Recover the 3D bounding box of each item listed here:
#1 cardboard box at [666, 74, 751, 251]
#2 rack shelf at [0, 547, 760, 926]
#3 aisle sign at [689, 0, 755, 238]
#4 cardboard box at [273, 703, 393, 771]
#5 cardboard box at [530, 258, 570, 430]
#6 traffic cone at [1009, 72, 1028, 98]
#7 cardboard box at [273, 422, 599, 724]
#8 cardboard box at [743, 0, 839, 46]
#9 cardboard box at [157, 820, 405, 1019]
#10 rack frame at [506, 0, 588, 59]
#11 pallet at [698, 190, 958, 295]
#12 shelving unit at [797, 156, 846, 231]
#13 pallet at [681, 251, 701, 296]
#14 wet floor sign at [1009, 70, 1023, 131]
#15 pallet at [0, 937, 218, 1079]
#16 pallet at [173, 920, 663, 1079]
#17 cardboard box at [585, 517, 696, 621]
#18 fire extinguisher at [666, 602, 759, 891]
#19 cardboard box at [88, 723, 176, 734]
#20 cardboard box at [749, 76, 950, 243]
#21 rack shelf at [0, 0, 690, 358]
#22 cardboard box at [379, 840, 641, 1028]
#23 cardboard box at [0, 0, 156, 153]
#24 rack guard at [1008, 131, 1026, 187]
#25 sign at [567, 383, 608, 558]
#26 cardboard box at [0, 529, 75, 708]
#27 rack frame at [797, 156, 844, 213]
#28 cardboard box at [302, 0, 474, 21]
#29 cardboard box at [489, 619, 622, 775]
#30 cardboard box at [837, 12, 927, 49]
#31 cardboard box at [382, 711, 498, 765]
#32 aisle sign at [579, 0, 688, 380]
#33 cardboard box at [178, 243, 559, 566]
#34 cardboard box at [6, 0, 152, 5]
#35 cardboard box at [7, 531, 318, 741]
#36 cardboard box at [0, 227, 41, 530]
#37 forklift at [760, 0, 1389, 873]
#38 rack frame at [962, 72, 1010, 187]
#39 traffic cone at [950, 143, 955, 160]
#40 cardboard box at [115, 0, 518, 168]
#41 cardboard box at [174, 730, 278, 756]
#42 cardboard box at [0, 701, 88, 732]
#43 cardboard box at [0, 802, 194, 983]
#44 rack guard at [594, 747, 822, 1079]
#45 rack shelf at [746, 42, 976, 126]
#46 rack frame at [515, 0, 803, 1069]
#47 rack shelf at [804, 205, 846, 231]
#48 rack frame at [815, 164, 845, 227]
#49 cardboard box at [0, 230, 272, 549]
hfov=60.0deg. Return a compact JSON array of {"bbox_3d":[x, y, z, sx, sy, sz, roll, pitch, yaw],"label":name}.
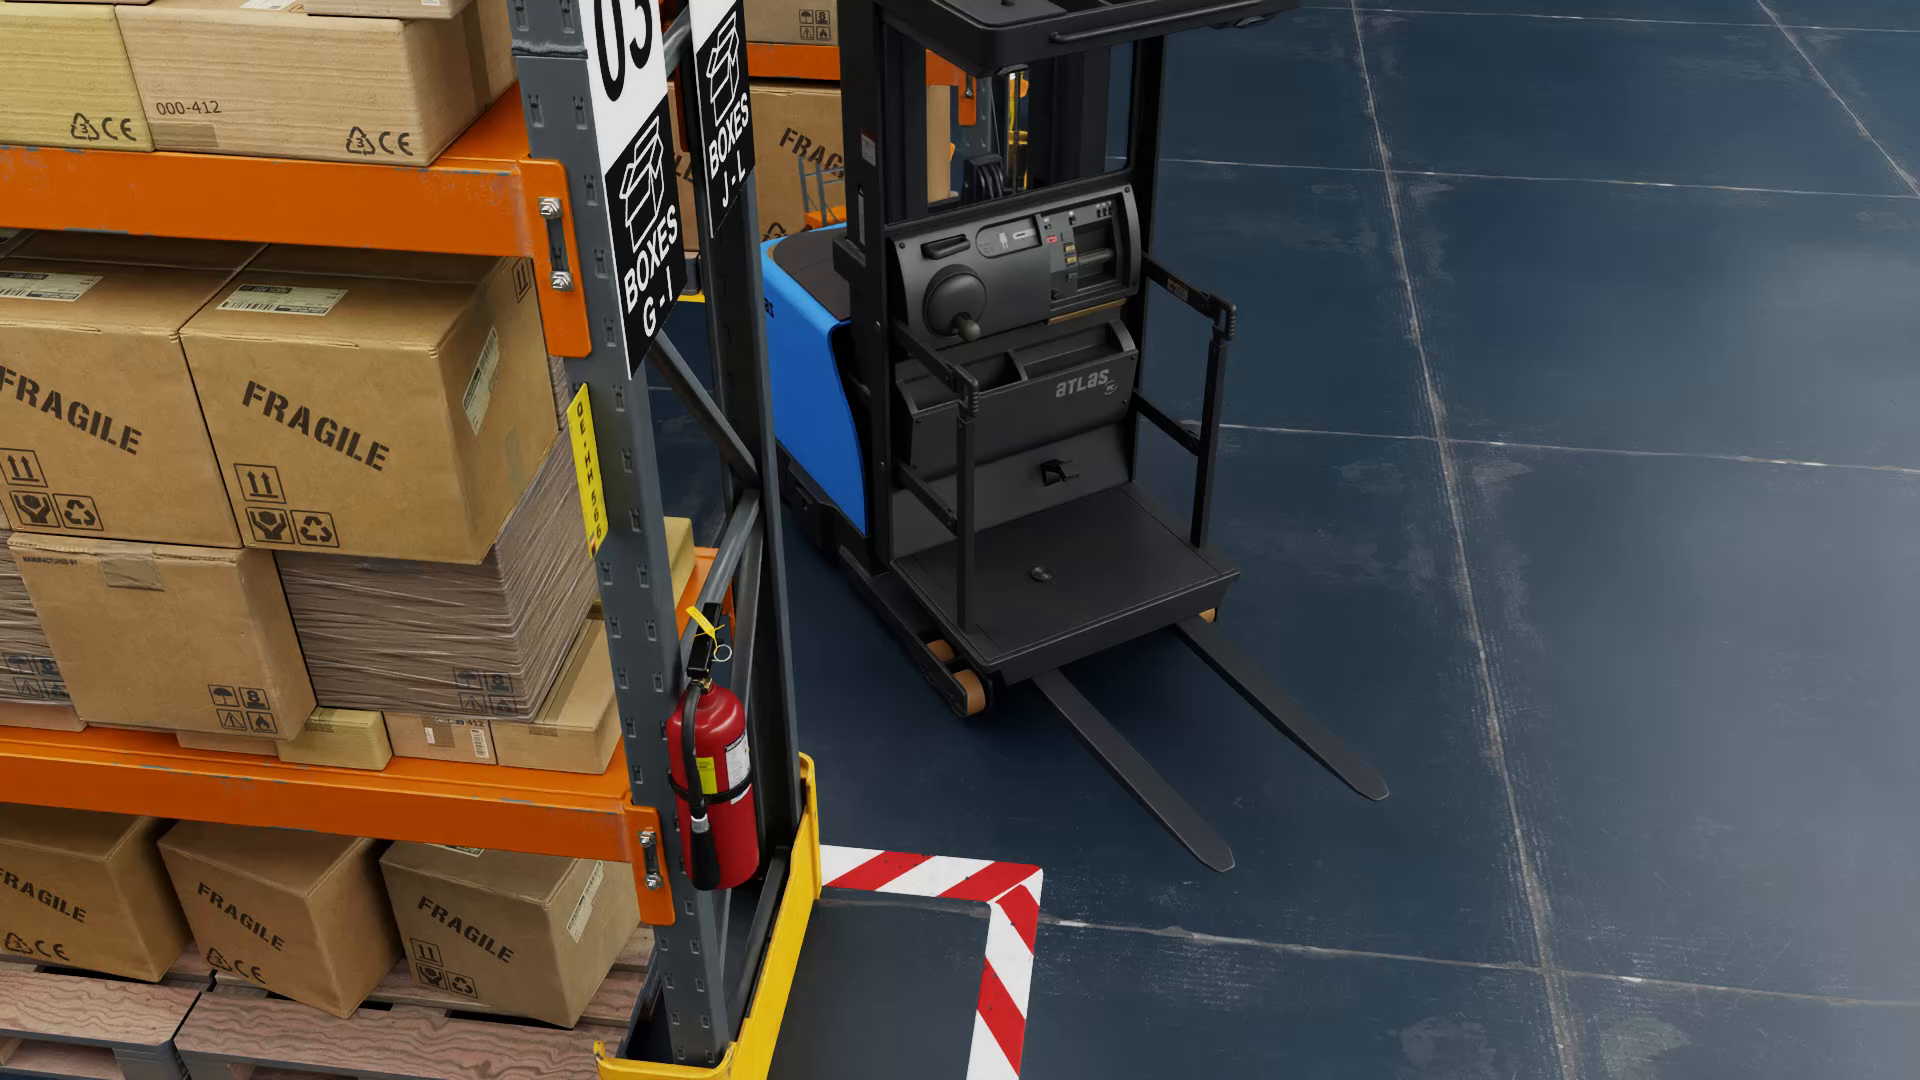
[{"bbox_3d":[-1.418,-2.076,8.544,0.875,0.875,0.875,4,36,5],"label":"cardboard box"},{"bbox_3d":[-2.580,0.302,4.364,4.000,0.370,1.077,4,36,6],"label":"rack shelf"},{"bbox_3d":[-0.496,-1.070,3.429,0.004,0.787,0.394,4,36,6],"label":"aisle sign"},{"bbox_3d":[-1.407,0.349,3.895,0.250,0.149,0.380,4,36,6],"label":"cardboard box"},{"bbox_3d":[-1.107,-0.610,3.819,0.500,0.500,0.500,4,36,6],"label":"cardboard box"},{"bbox_3d":[0.271,-3.144,10.757,0.334,0.463,0.336,4,36,6],"label":"traffic cone"},{"bbox_3d":[-1.138,-0.061,3.912,0.500,0.500,0.875,4,36,6],"label":"cardboard box"},{"bbox_3d":[-0.786,-2.784,7.940,0.550,0.550,0.875,4,36,6],"label":"cardboard box"},{"bbox_3d":[-1.811,0.923,4.665,0.500,0.500,0.500,14,38,18],"label":"cardboard box"},{"bbox_3d":[-0.596,-2.285,2.205,0.127,3.000,1.000,4,36,6],"label":"rack frame"},{"bbox_3d":[-0.667,-1.573,8.772,1.213,0.211,1.003,4,36,6],"label":"pallet"},{"bbox_3d":[-0.478,-1.067,7.199,0.258,1.200,0.189,-18,29,-23],"label":"shelving unit"},{"bbox_3d":[-1.874,-1.664,8.900,1.213,0.211,1.003,4,36,6],"label":"pallet"},{"bbox_3d":[0.417,-2.874,10.221,0.232,0.644,0.267,-2,36,-2],"label":"wet floor sign"},{"bbox_3d":[-2.679,1.114,5.007,1.213,0.211,1.003,4,36,6],"label":"pallet"},{"bbox_3d":[-1.473,1.206,4.879,1.213,0.211,1.003,4,36,6],"label":"pallet"},{"bbox_3d":[-0.848,0.101,4.243,0.250,0.149,0.380,4,36,6],"label":"cardboard box"},{"bbox_3d":[-0.541,0.462,3.587,0.183,0.674,0.296,4,36,6],"label":"fire extinguisher"},{"bbox_3d":[-1.896,0.280,3.992,0.250,0.149,0.380,4,36,6],"label":"cardboard box"},{"bbox_3d":[-0.545,-2.012,8.454,0.875,0.875,0.875,4,36,6],"label":"cardboard box"},{"bbox_3d":[-2.580,-0.919,3.493,4.000,0.370,1.077,4,36,6],"label":"rack shelf"},{"bbox_3d":[-1.213,0.948,4.630,0.500,0.500,0.500,11,37,15],"label":"cardboard box"},{"bbox_3d":[-1.602,-0.928,3.015,0.500,0.250,0.500,4,36,6],"label":"cardboard box"},{"bbox_3d":[0.160,-1.674,8.666,0.348,0.500,1.175,4,36,6],"label":"rack guard"},{"bbox_3d":[-0.687,-0.125,3.074,0.005,0.325,0.100,4,36,6],"label":"sign"},{"bbox_3d":[-2.140,-0.091,3.953,0.500,0.500,0.875,4,36,6],"label":"cardboard box"},{"bbox_3d":[-0.522,-1.100,7.272,0.240,1.200,0.006,-18,29,-23],"label":"rack frame"},{"bbox_3d":[-0.911,-1.006,2.781,0.250,0.149,0.380,4,36,6],"label":"cardboard box"},{"bbox_3d":[-0.905,0.357,3.884,0.250,0.149,0.380,4,36,6],"label":"cardboard box"},{"bbox_3d":[-0.238,-2.756,7.900,0.550,0.550,0.875,4,36,6],"label":"cardboard box"},{"bbox_3d":[-1.153,0.338,3.910,0.250,0.149,0.380,4,36,6],"label":"cardboard box"},{"bbox_3d":[-0.573,-0.724,2.944,0.004,0.787,0.394,4,36,6],"label":"aisle sign"},{"bbox_3d":[-1.173,-0.310,3.400,0.500,0.500,0.500,4,36,6],"label":"cardboard box"},{"bbox_3d":[-1.440,-1.050,2.843,0.250,0.149,0.380,3,36,4],"label":"cardboard box"},{"bbox_3d":[-1.649,-0.029,3.867,0.500,0.500,0.875,4,36,6],"label":"cardboard box"},{"bbox_3d":[-2.165,-0.382,3.501,0.500,0.500,0.500,4,36,6],"label":"cardboard box"},{"bbox_3d":[0.314,-0.875,5.453,1.130,2.935,3.031,-18,39,-24],"label":"forklift"},{"bbox_3d":[0.136,-2.694,7.942,0.127,3.000,1.000,4,36,6],"label":"rack frame"},{"bbox_3d":[-0.210,-2.518,9.880,0.334,0.463,0.336,4,36,6],"label":"traffic cone"},{"bbox_3d":[-1.107,-0.892,2.965,0.500,0.250,0.500,5,36,7],"label":"cardboard box"},{"bbox_3d":[-1.653,0.322,3.933,0.250,0.149,0.380,4,36,6],"label":"cardboard box"},{"bbox_3d":[-2.147,0.274,4.000,0.250,0.149,0.380,4,36,6],"label":"cardboard box"},{"bbox_3d":[-2.429,0.866,4.745,0.500,0.500,0.500,7,36,10],"label":"cardboard box"},{"bbox_3d":[-0.671,1.169,4.682,0.348,0.500,1.175,4,36,6],"label":"rack guard"},{"bbox_3d":[-1.848,-2.549,8.358,4.000,0.370,1.077,4,36,6],"label":"rack shelf"},{"bbox_3d":[-0.596,0.157,3.948,0.127,3.000,1.000,4,36,6],"label":"rack frame"},{"bbox_3d":[-0.506,-1.349,7.059,0.258,0.103,0.180,-18,29,-23],"label":"rack shelf"},{"bbox_3d":[-0.435,-1.035,7.125,0.240,1.200,0.006,-18,29,-23],"label":"rack frame"},{"bbox_3d":[-1.670,-0.344,3.447,0.500,0.500,0.500,4,36,6],"label":"cardboard box"}]
